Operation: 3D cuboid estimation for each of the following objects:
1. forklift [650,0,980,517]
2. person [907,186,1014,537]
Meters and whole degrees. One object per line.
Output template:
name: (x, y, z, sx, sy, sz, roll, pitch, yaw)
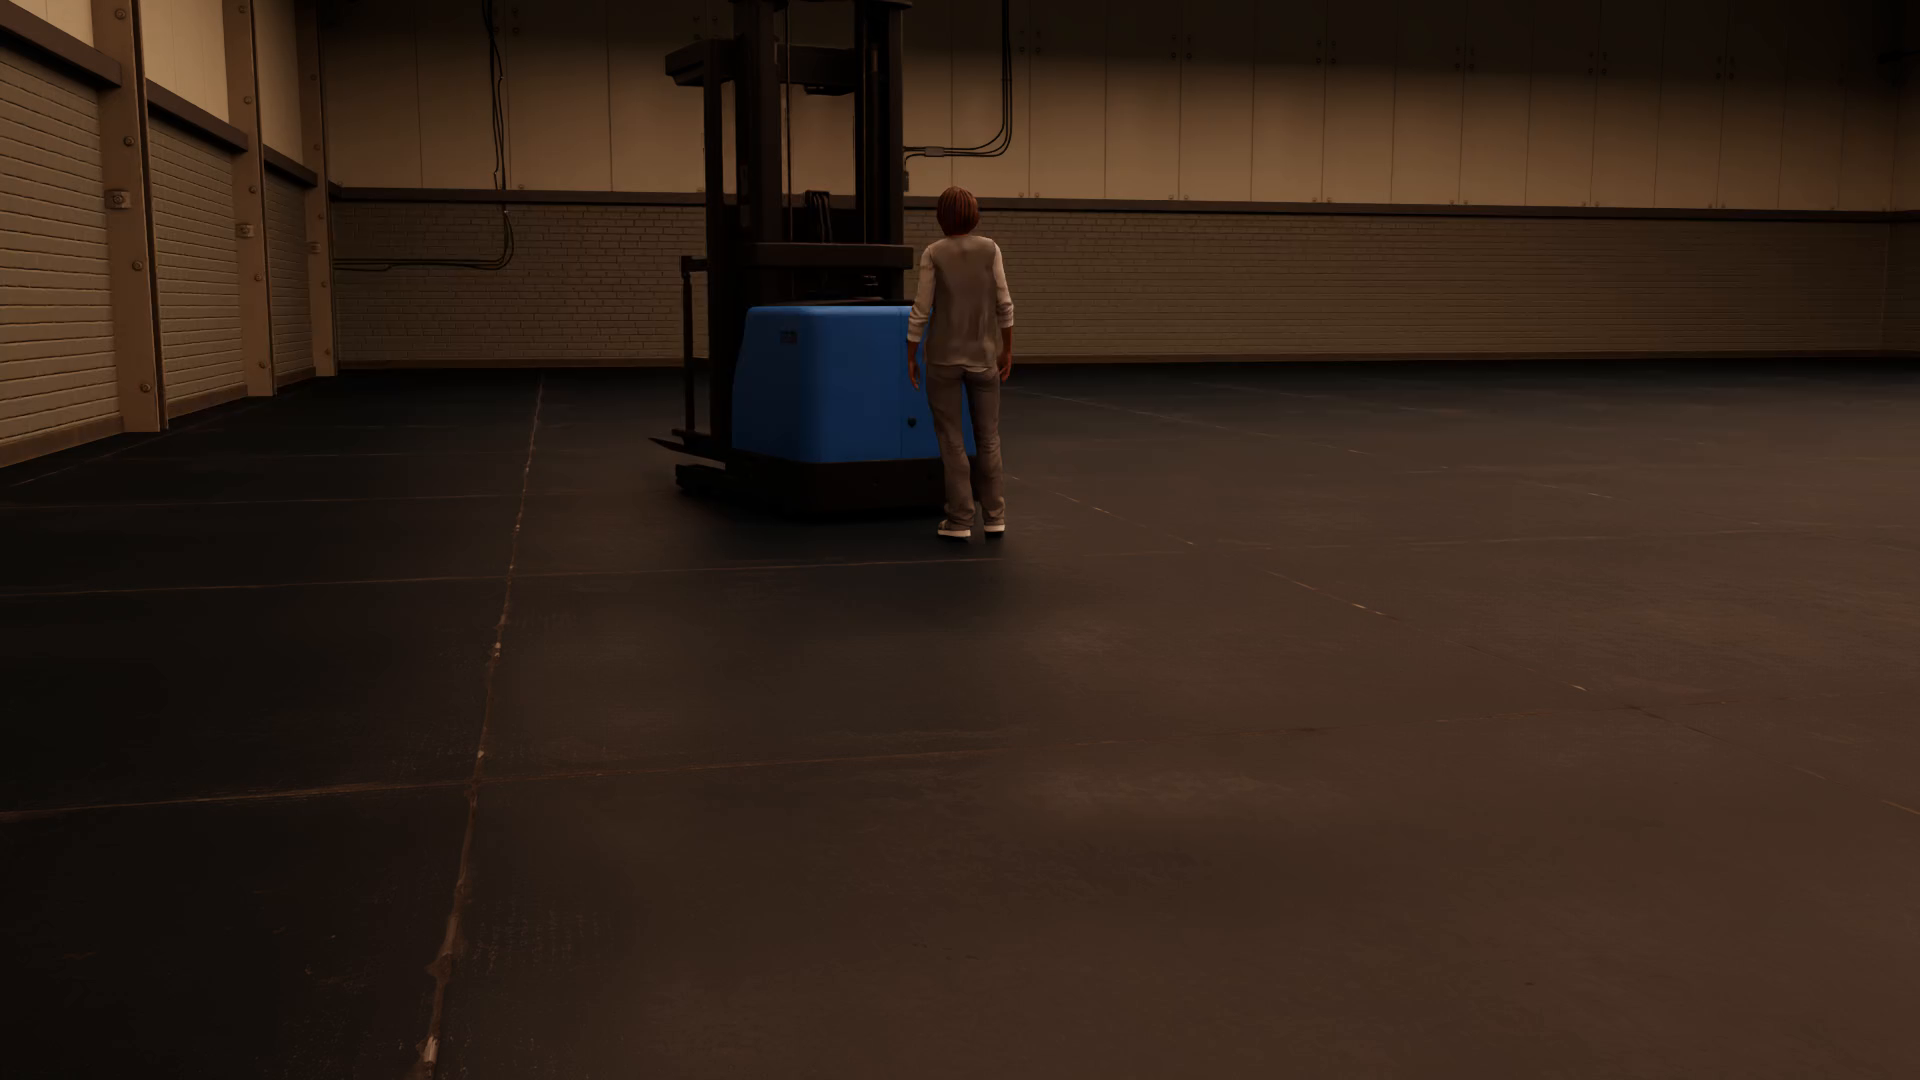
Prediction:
forklift: (-1.006, -1.733, 9.516, 1.130, 2.935, 3.031, -4, 9, -28)
person: (-0.004, -0.805, 7.671, 0.521, 1.592, 0.473, -2, 8, -13)
